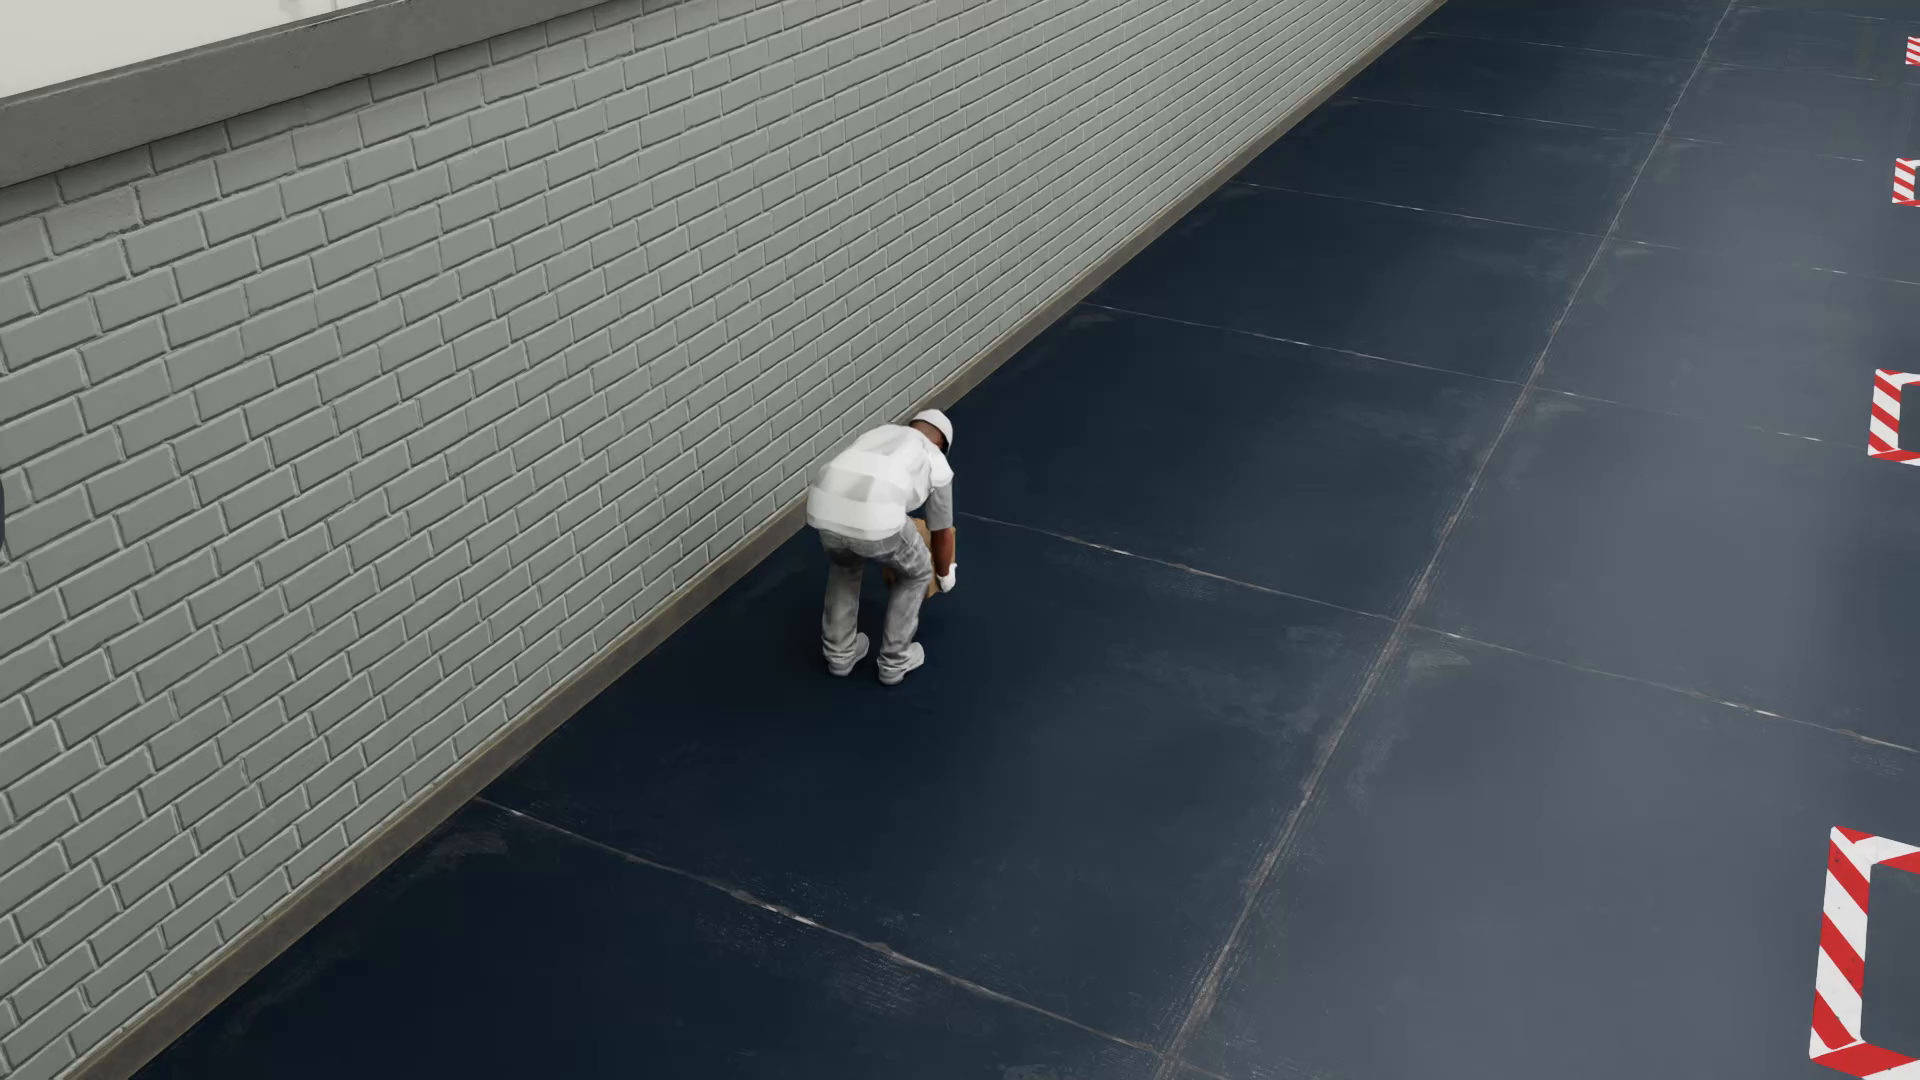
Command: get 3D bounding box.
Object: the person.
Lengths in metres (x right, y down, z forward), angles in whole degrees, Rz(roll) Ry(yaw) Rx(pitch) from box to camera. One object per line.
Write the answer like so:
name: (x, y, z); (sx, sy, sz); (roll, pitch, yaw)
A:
person: (-0.301, 0.008, 7.364); (0.497, 1.085, 0.992); (13, 32, 21)
